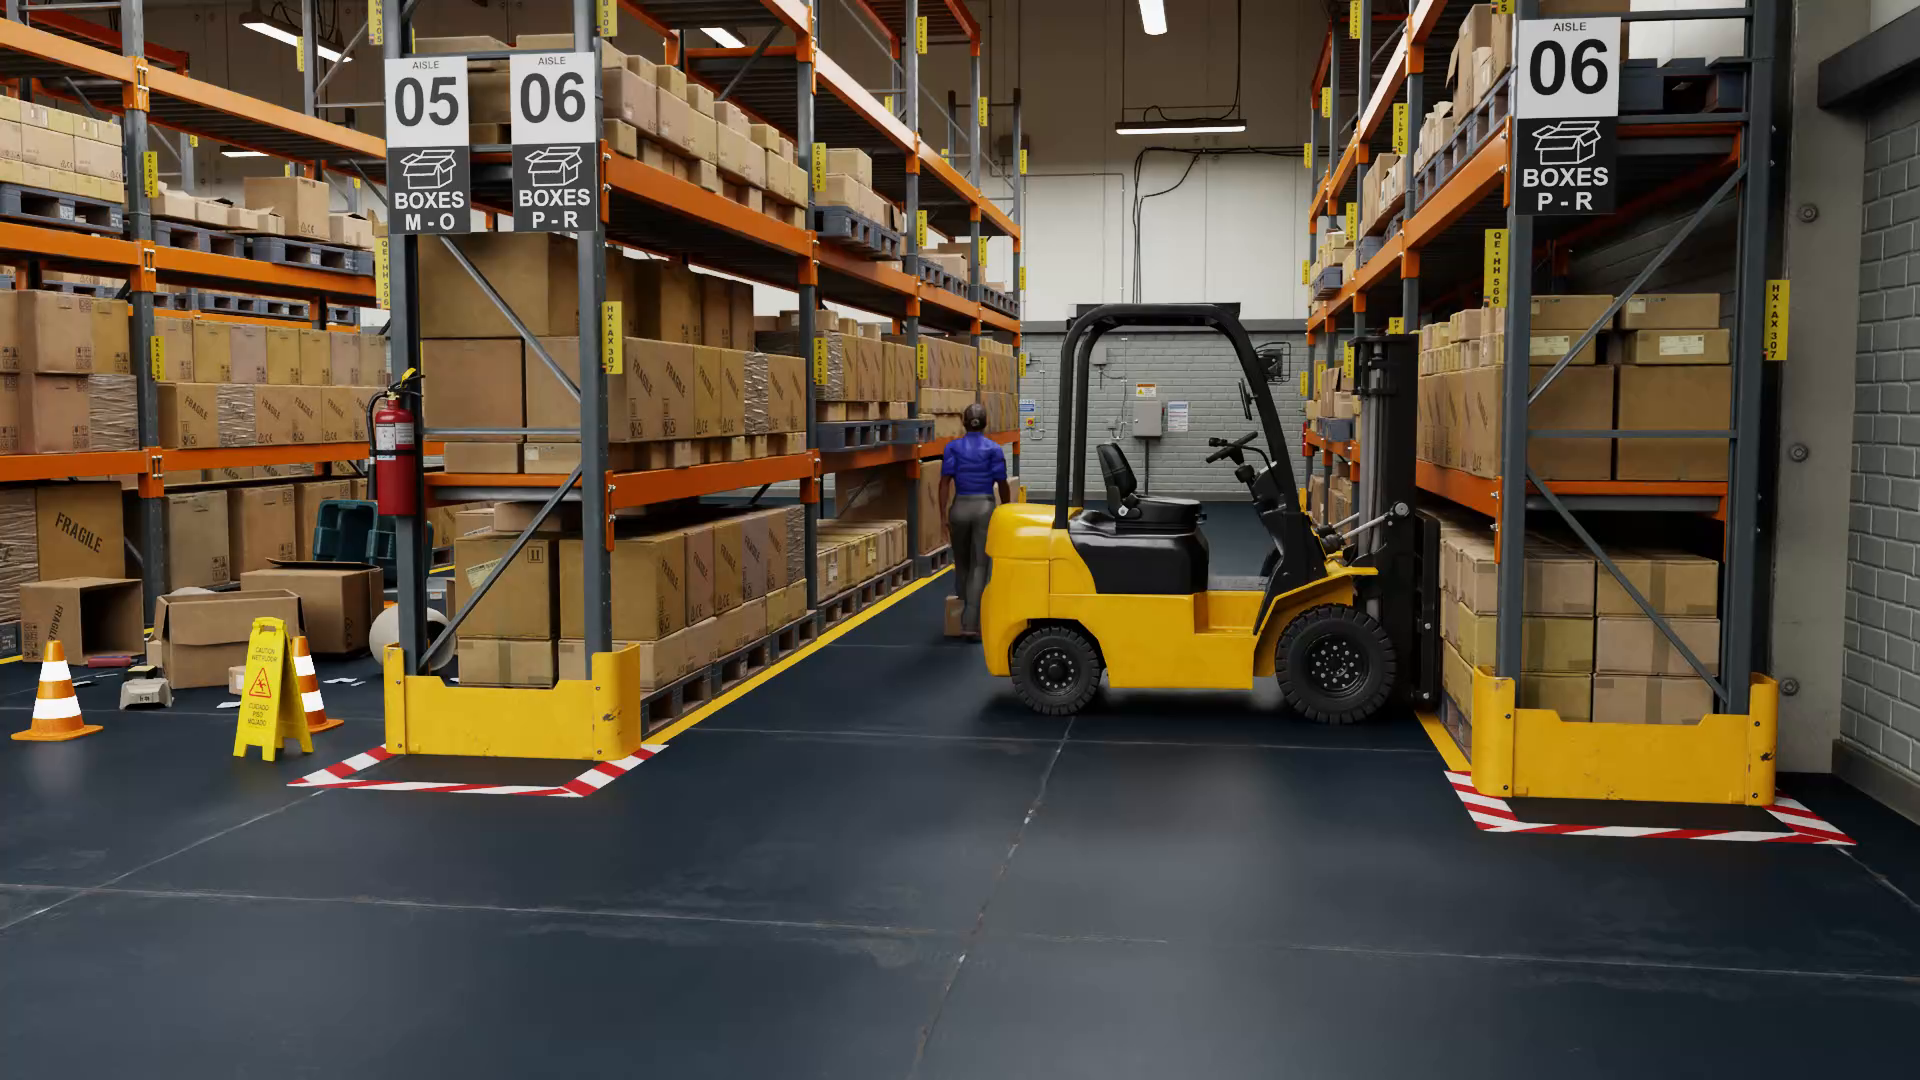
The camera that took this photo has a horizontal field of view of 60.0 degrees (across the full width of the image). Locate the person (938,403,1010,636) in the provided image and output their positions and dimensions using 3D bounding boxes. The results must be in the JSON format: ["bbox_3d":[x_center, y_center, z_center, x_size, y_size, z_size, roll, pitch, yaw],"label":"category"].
[{"bbox_3d":[0.115,-0.083,11.749,0.472,1.551,0.859,1,5,13],"label":"person"}]
